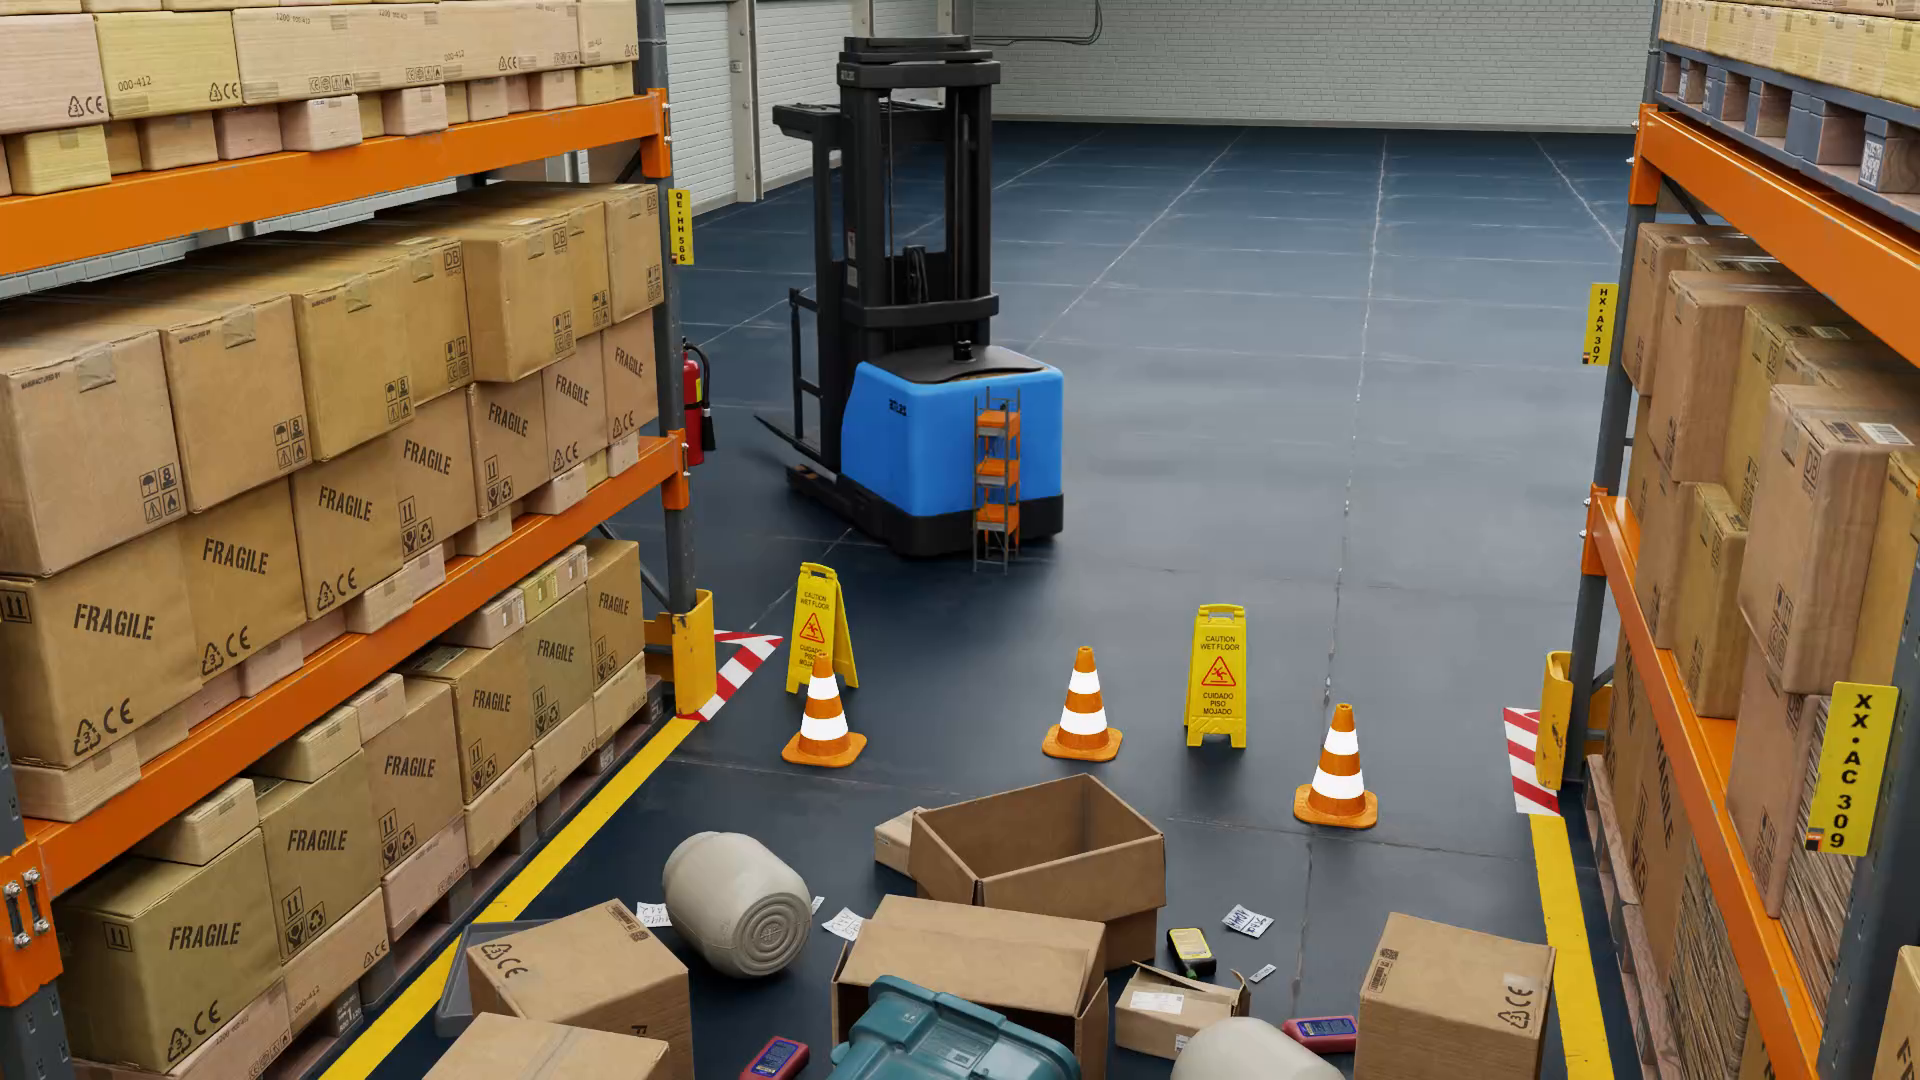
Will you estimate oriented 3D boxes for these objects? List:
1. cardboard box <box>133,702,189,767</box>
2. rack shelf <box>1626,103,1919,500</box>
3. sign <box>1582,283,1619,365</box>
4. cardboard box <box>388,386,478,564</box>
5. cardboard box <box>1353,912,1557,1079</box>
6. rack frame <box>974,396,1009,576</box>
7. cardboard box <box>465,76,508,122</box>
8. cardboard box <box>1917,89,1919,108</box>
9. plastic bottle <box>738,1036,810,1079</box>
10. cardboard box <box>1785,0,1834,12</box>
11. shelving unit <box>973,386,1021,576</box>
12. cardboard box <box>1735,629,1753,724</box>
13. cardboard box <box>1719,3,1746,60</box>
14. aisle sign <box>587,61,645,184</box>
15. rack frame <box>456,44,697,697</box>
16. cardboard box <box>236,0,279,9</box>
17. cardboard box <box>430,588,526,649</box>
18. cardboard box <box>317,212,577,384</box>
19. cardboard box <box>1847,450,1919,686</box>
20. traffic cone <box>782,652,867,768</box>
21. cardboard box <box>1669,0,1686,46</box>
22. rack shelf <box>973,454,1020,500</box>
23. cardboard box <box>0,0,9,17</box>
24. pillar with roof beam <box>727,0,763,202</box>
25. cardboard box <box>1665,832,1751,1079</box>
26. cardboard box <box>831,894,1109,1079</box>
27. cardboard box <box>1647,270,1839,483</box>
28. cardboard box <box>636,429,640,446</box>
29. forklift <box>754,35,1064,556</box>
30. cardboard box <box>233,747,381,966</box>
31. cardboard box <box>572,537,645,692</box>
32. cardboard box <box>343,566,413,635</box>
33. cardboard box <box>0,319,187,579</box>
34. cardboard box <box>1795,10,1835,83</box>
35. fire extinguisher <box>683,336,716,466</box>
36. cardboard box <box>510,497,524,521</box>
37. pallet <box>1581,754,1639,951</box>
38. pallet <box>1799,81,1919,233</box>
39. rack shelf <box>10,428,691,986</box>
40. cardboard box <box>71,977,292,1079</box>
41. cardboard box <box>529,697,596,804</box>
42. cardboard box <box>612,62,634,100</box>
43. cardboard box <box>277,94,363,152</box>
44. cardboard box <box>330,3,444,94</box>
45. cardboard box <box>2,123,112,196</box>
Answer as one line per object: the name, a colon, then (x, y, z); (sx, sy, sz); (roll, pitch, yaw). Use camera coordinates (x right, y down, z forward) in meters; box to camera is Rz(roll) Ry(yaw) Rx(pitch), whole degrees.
cardboard box: (-2.331, 0.496, 4.483); (0.380, 0.149, 0.250); (5, 20, 15)
rack shelf: (2.583, -0.813, 4.399); (1.077, 0.370, 4.000); (5, 19, 13)
sign: (2.535, -0.854, 6.584); (0.100, 0.325, 0.005); (5, 19, 13)
cardboard box: (-2.013, -0.246, 5.651); (0.500, 0.500, 0.500); (5, 19, 14)
cardboard box: (1.479, 1.507, 4.998); (0.500, 0.500, 0.500); (8, 21, 23)
rack frame: (0.175, -0.300, 9.441); (0.200, 1.050, 0.008); (6, 20, 16)
cardboard box: (-1.837, -1.569, 5.890); (0.380, 0.149, 0.250); (5, 19, 13)
cardboard box: (1.874, -0.793, 2.812); (0.380, 0.149, 0.250); (5, 19, 13)
plastic bottle: (-0.596, 1.668, 5.210); (0.133, 0.061, 0.283); (8, 21, 23)
cardboard box: (2.214, -1.332, 3.773); (0.500, 0.250, 0.500); (4, 19, 13)
shelving unit: (0.211, -0.337, 9.551); (0.215, 1.050, 0.252); (6, 20, 16)
cardboard box: (2.532, 0.371, 4.228); (0.875, 0.550, 0.550); (5, 19, 13)
cardboard box: (2.369, -1.430, 4.676); (0.380, 0.149, 0.250); (5, 19, 13)
aisle sign: (-1.456, -1.947, 7.224); (0.394, 0.787, 0.004); (5, 19, 13)
rack frame: (-1.753, -0.720, 7.655); (1.000, 3.000, 0.127); (5, 19, 13)
cardboard box: (-2.126, -1.545, 4.584); (0.380, 0.149, 0.250); (4, 19, 12)
cardboard box: (-1.851, 0.274, 6.186); (0.380, 0.149, 0.250); (6, 20, 16)
cardboard box: (-1.822, -0.878, 5.955); (0.700, 0.500, 0.500); (4, 19, 13)
cardboard box: (2.218, 0.198, 3.064); (0.875, 0.550, 0.550); (5, 19, 13)
traffic cone: (-0.607, 0.717, 7.372); (0.336, 0.463, 0.334); (5, 19, 13)
cardboard box: (2.616, -1.745, 5.600); (0.380, 0.149, 0.250); (5, 19, 14)
rack shelf: (0.211, -0.327, 9.555); (0.215, 0.259, 0.240); (6, 20, 16)
cardboard box: (-2.336, -1.217, 3.624); (0.380, 0.149, 0.250); (4, 19, 12)
pillar with roof beam: (0.961, -9.104, 22.921); (9.100, 9.000, 0.400); (5, 19, 13)
cardboard box: (2.533, 1.225, 4.597); (0.875, 0.875, 0.875); (5, 19, 14)
cardboard box: (0.053, 1.441, 4.979); (0.797, 0.637, 0.503); (5, 19, 13)
cardboard box: (2.630, -0.485, 5.064); (0.875, 0.550, 0.550); (5, 19, 13)
cardboard box: (-1.637, -0.467, 7.303); (0.380, 0.149, 0.250); (5, 20, 15)
forklift: (-0.507, -1.723, 10.697); (1.130, 2.935, 3.031); (-10, 21, -26)
cardboard box: (-2.205, 0.949, 5.212); (0.500, 0.500, 0.500); (5, 20, 16)
cardboard box: (-1.696, 0.299, 7.114); (0.500, 0.500, 0.500); (5, 19, 14)
cardboard box: (-2.020, 0.179, 5.411); (0.380, 0.149, 0.250); (5, 19, 14)
cardboard box: (-2.412, -0.248, 4.112); (0.700, 0.500, 0.500); (4, 19, 13)
cardboard box: (2.122, -1.111, 3.744); (0.380, 0.149, 0.250); (5, 19, 14)
fire extinguisher: (-1.278, -0.683, 7.666); (0.296, 0.674, 0.183); (5, 19, 13)
cardboard box: (-1.907, -0.148, 6.368); (0.380, 0.149, 0.250); (5, 19, 14)
pallet: (2.953, 1.216, 6.302); (1.003, 0.211, 1.213); (5, 19, 13)
pallet: (2.305, -0.740, 3.210); (1.003, 0.211, 1.213); (5, 19, 13)
rack shelf: (-2.241, 0.247, 5.936); (1.077, 0.370, 4.000); (5, 19, 13)
cardboard box: (-2.324, 1.473, 4.840); (0.500, 0.250, 0.500); (4, 19, 11)
cardboard box: (-1.824, 0.819, 6.754); (0.500, 0.250, 0.500); (5, 19, 14)
cardboard box: (-1.569, -1.887, 6.818); (0.380, 0.149, 0.250); (5, 19, 14)
cardboard box: (-2.016, -1.242, 4.932); (0.380, 0.149, 0.250); (4, 19, 12)
cardboard box: (-1.984, -1.548, 5.212); (0.500, 0.250, 0.500); (5, 19, 14)
cardboard box: (-2.295, -0.923, 3.996); (0.380, 0.149, 0.250); (5, 19, 13)
